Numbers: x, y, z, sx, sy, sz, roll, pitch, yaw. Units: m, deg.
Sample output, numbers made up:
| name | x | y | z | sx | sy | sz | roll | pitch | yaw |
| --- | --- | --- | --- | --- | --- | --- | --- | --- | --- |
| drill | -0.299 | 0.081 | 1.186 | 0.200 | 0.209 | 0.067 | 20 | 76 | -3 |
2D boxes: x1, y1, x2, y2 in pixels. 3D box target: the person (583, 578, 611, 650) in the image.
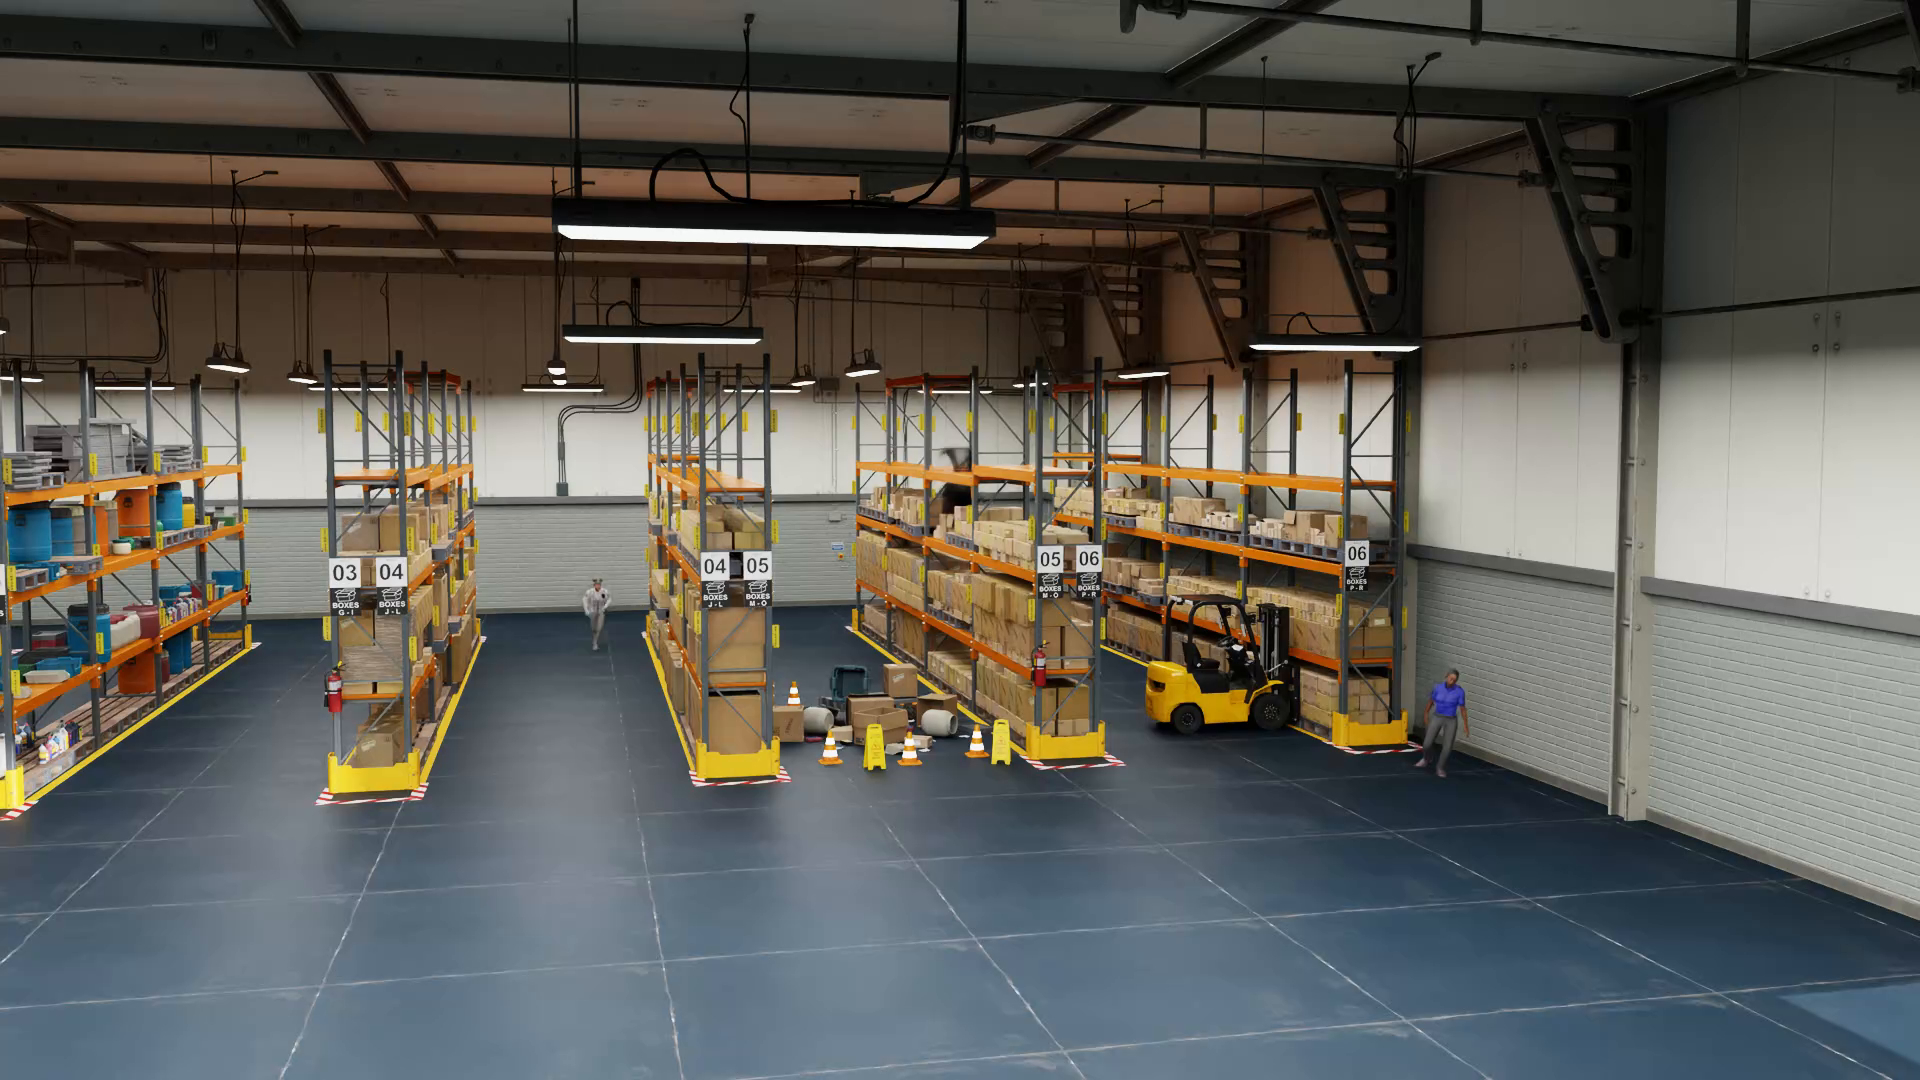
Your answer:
| name | x | y | z | sx | sy | sz | roll | pitch | yaw |
| --- | --- | --- | --- | --- | --- | --- | --- | --- | --- |
| person | -8.105 | 1.639 | 37.140 | 0.618 | 1.620 | 0.730 | -1 | 4 | -17 |

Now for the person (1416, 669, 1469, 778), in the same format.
| name | x | y | z | sx | sy | sz | roll | pitch | yaw |
| --- | --- | --- | --- | --- | --- | --- | --- | --- | --- |
| person | 6.839 | 2.583 | 23.555 | 0.728 | 1.551 | 0.609 | 1 | 4 | 17 |
